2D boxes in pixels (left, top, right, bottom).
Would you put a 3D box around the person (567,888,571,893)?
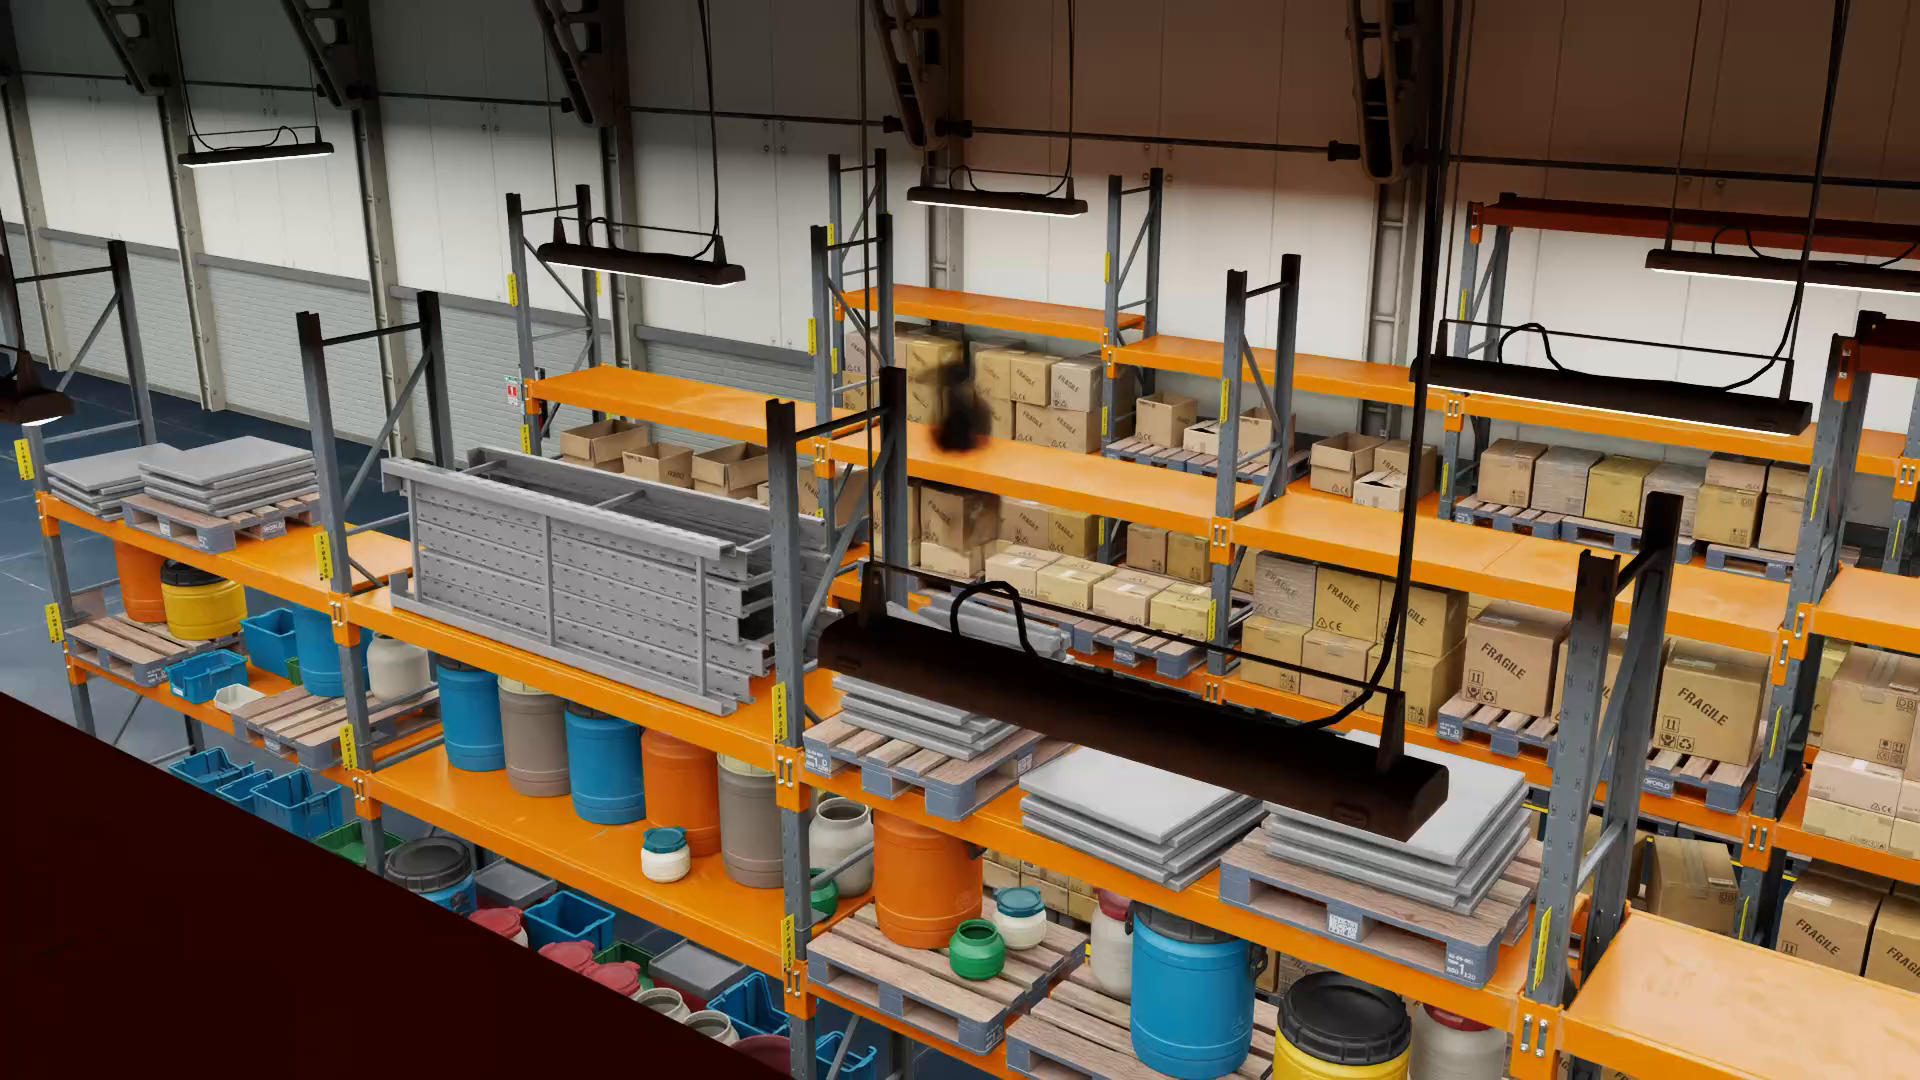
[{"bbox_3d":[-3.452,2.913,13.906,0.605,1.629,0.523,-5,19,-15],"label":"person"}]
